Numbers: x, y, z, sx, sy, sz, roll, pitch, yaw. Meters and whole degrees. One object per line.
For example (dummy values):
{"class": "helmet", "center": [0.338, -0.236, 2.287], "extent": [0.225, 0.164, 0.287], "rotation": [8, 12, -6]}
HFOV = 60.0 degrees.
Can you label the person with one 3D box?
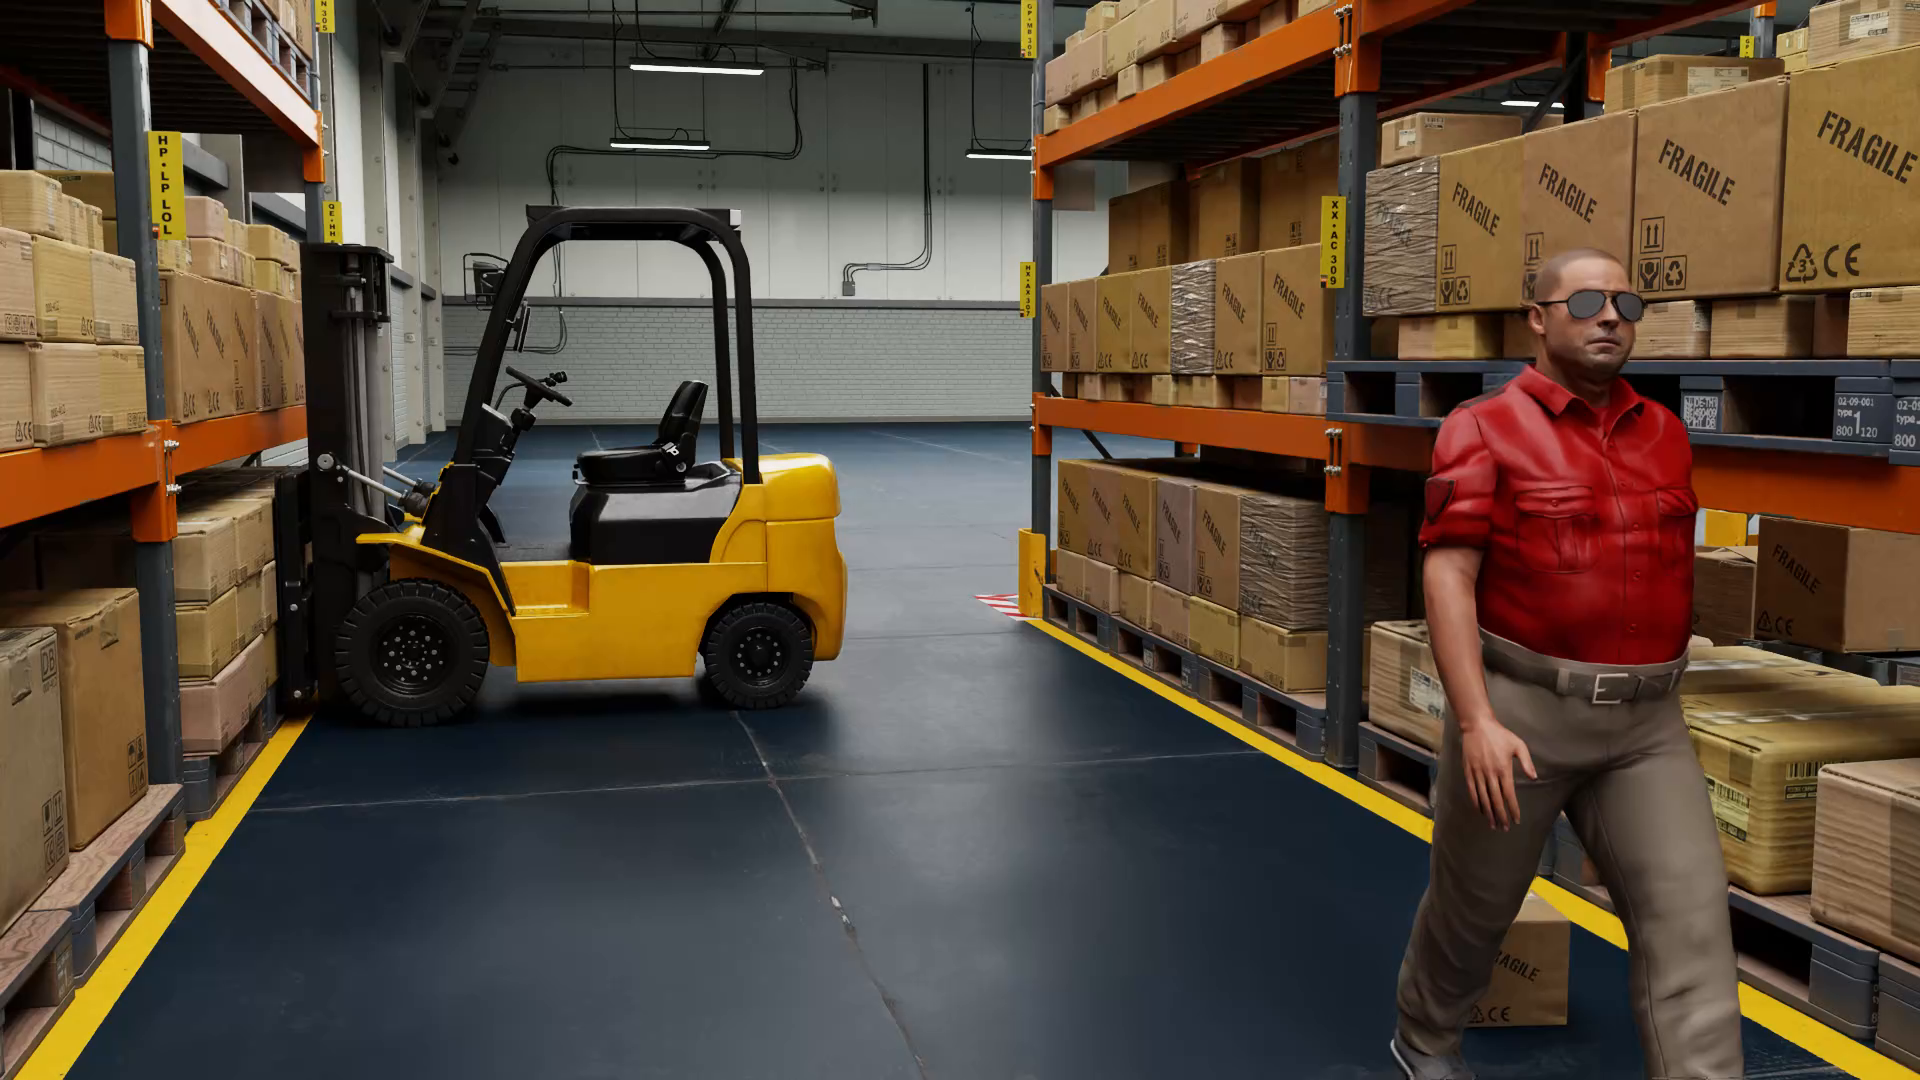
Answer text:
{"class": "person", "center": [1.103, 0.321, 2.908], "extent": [0.574, 1.660, 1.022], "rotation": [-1, 6, -9]}
